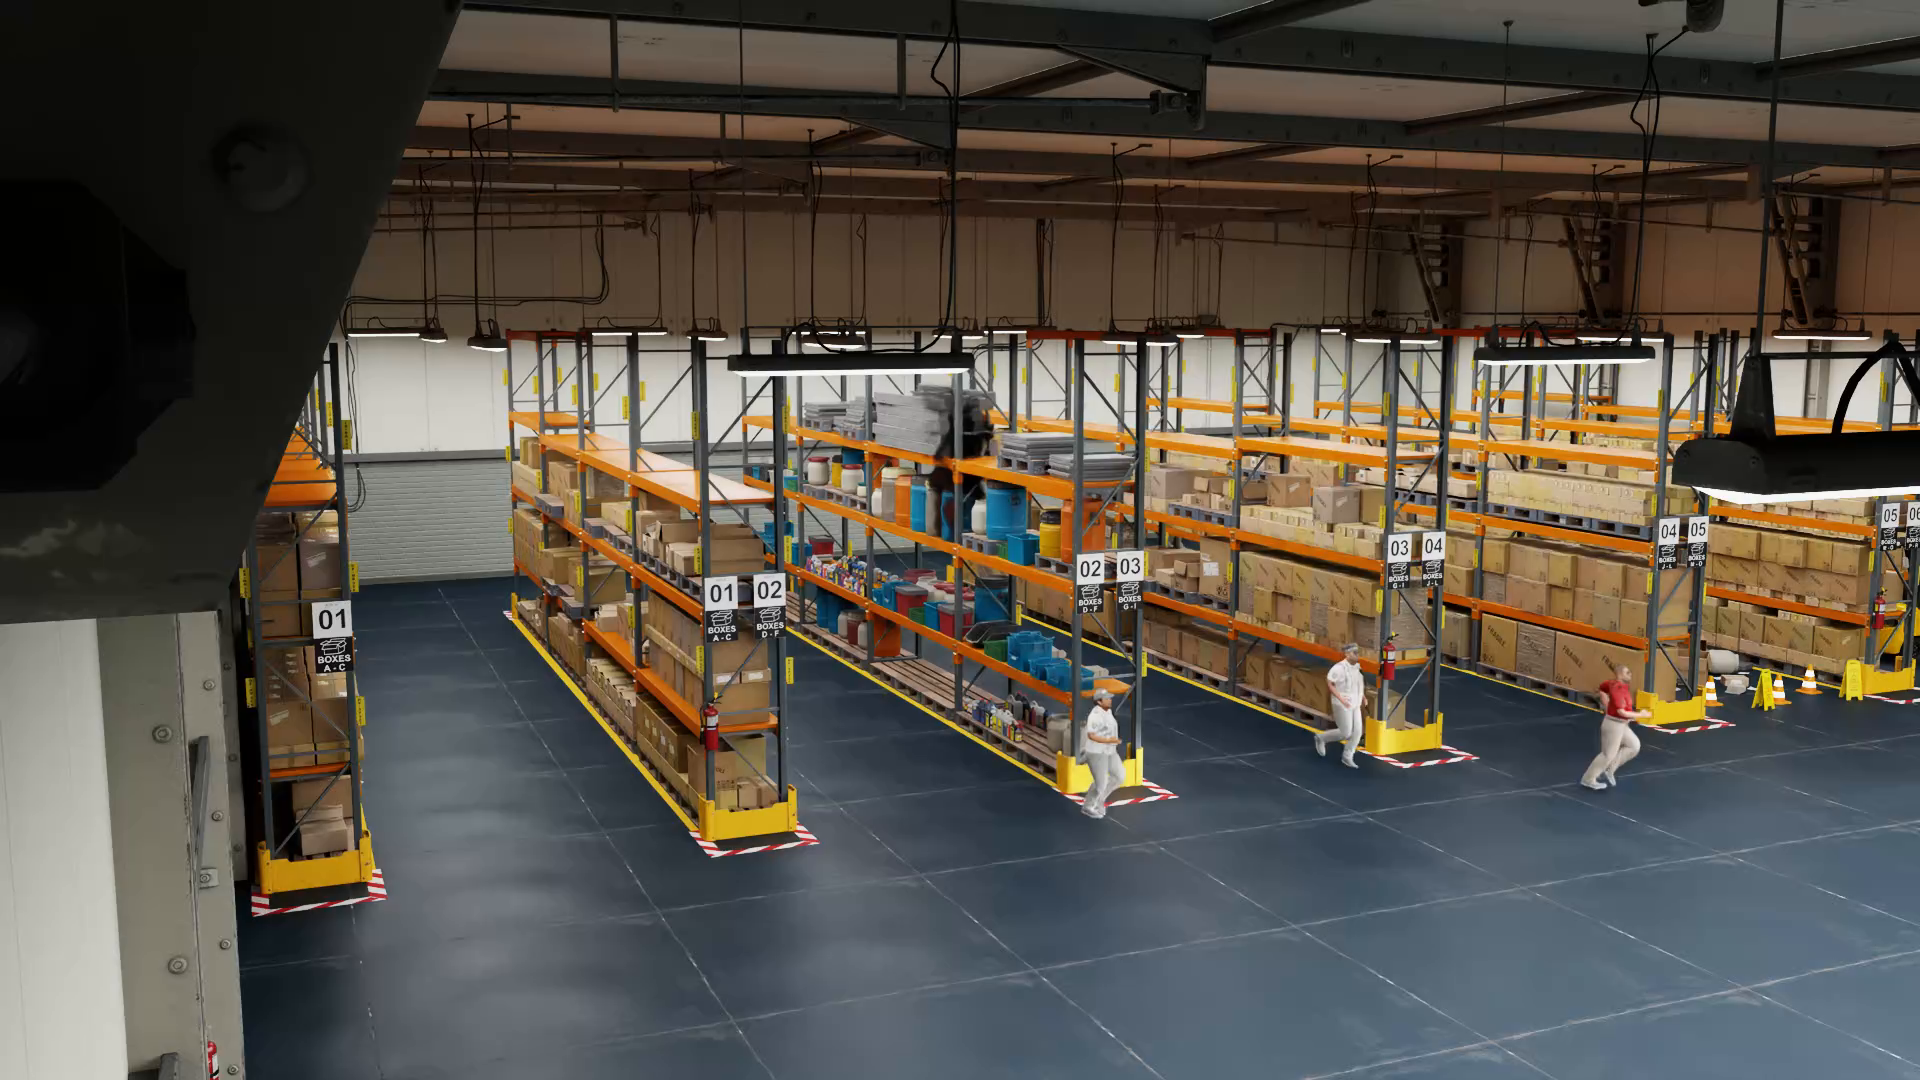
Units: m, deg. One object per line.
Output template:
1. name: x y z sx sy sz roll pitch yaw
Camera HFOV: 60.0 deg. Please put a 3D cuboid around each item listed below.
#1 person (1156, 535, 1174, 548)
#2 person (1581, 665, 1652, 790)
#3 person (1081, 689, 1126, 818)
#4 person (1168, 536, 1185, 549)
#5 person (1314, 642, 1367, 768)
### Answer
1. person: 5.168 -0.205 41.770 0.836 1.719 0.748 3 8 19
2. person: 8.742 2.479 22.116 0.831 1.680 0.679 3 8 22
3. person: 1.826 2.682 20.923 0.559 1.653 0.605 4 9 29
4. person: 5.506 -0.265 42.202 0.875 1.823 0.701 -3 8 -18
5. person: 5.433 2.313 23.509 0.700 1.791 0.677 -7 10 -41
